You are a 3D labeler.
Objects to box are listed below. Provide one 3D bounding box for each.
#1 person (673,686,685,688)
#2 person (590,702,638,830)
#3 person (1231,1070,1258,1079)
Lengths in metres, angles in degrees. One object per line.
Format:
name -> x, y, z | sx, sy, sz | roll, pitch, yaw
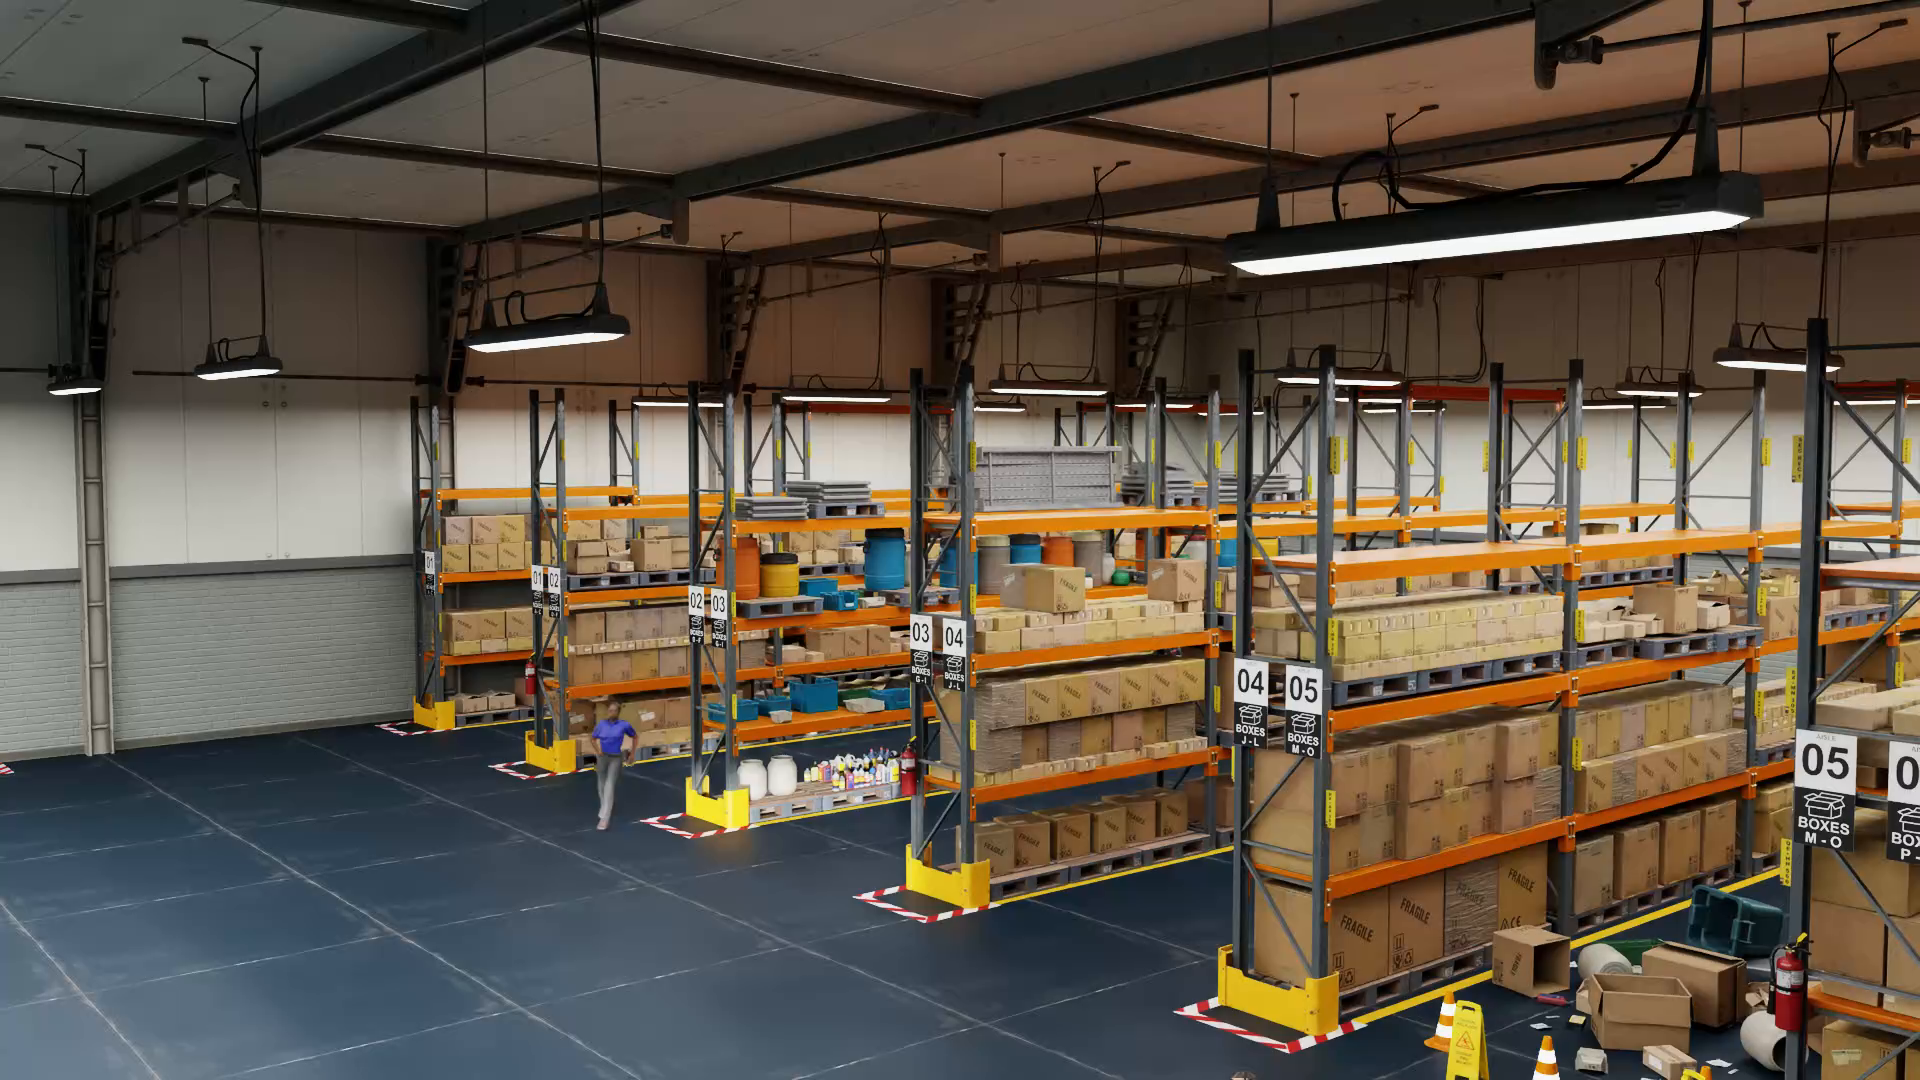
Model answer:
person -> -5.091, 2.560, 30.320 | 0.569, 1.612, 0.690 | 3, 5, 43
person -> -4.683, 3.008, 22.477 | 0.627, 1.658, 0.852 | 0, 3, 3
person -> 1.652, 3.817, 9.436 | 0.637, 1.601, 0.607 | 1, 4, 18
